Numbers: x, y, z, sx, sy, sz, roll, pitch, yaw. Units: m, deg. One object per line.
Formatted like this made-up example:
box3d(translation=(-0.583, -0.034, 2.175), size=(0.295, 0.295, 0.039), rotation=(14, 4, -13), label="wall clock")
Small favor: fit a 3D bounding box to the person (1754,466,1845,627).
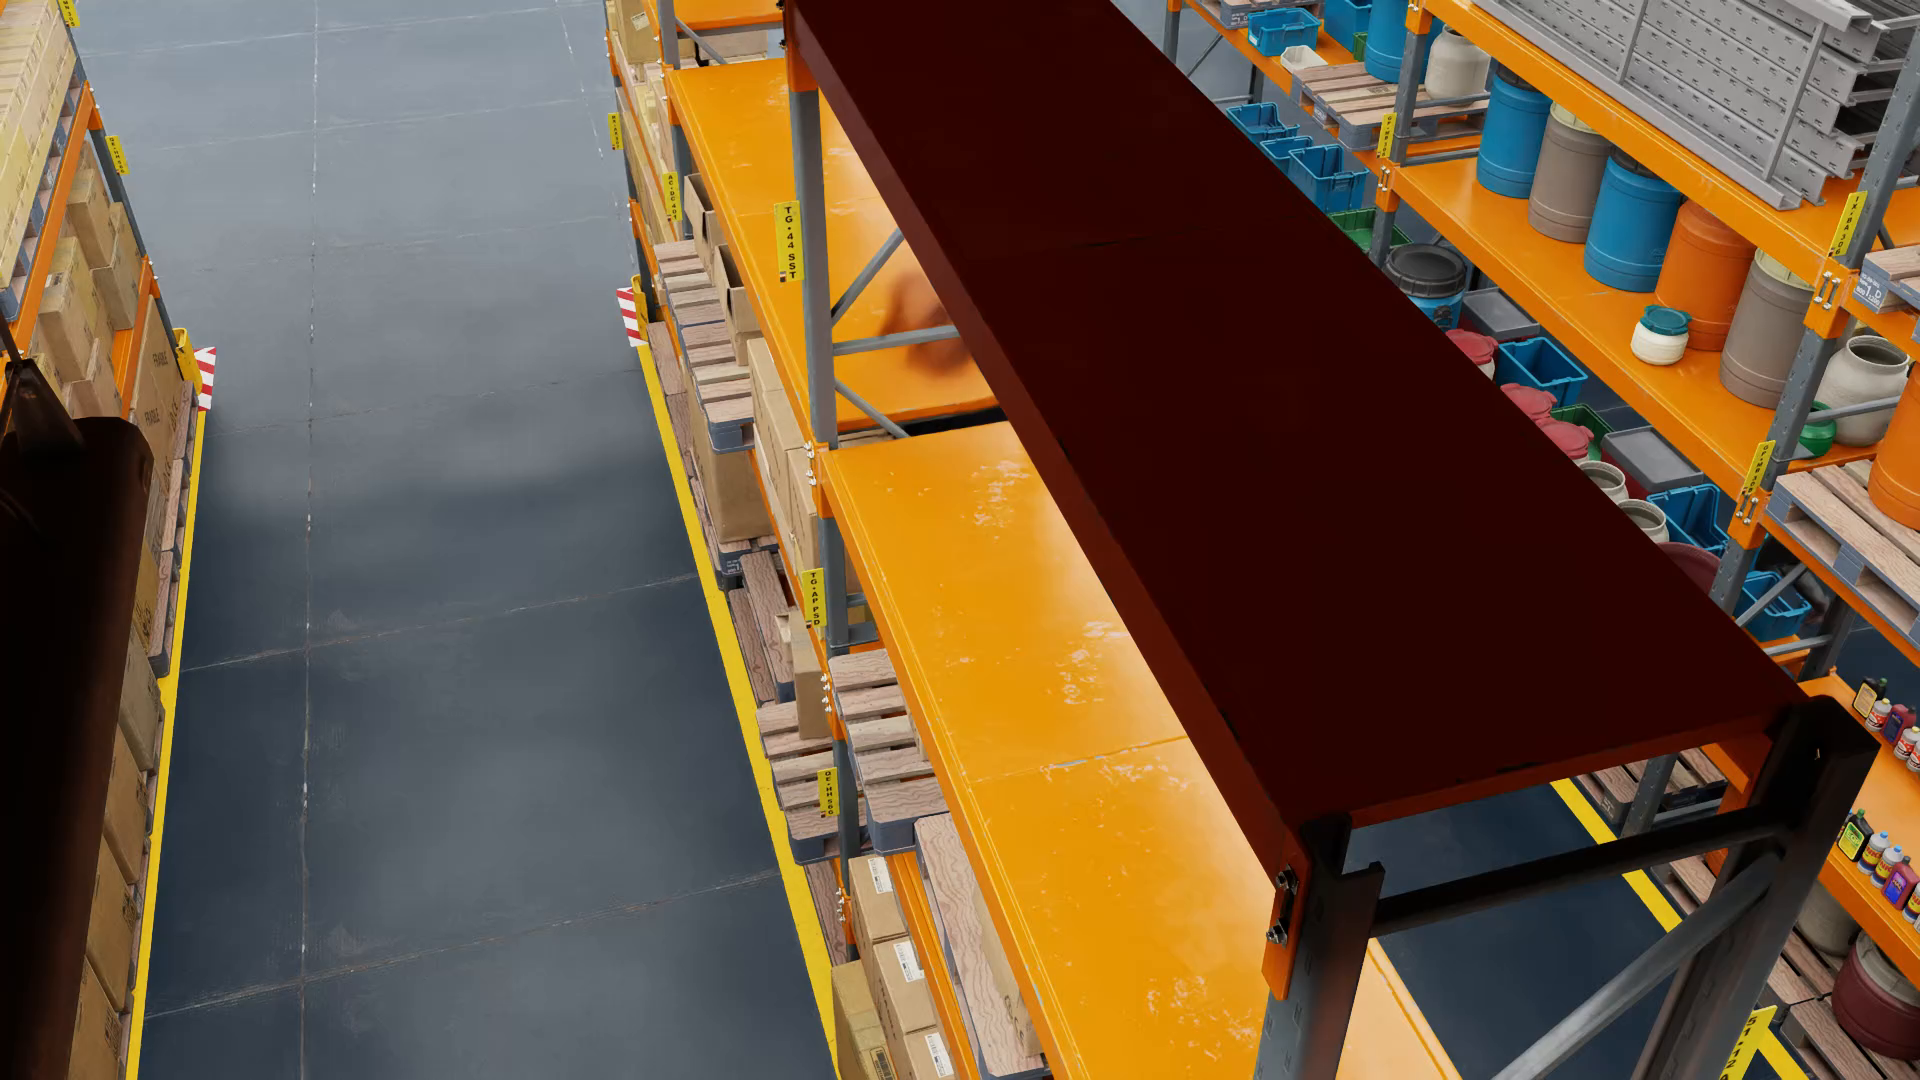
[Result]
box3d(translation=(5.882, 0.002, 11.548), size=(0.578, 1.613, 0.669), rotation=(-14, 41, -17), label="person")
